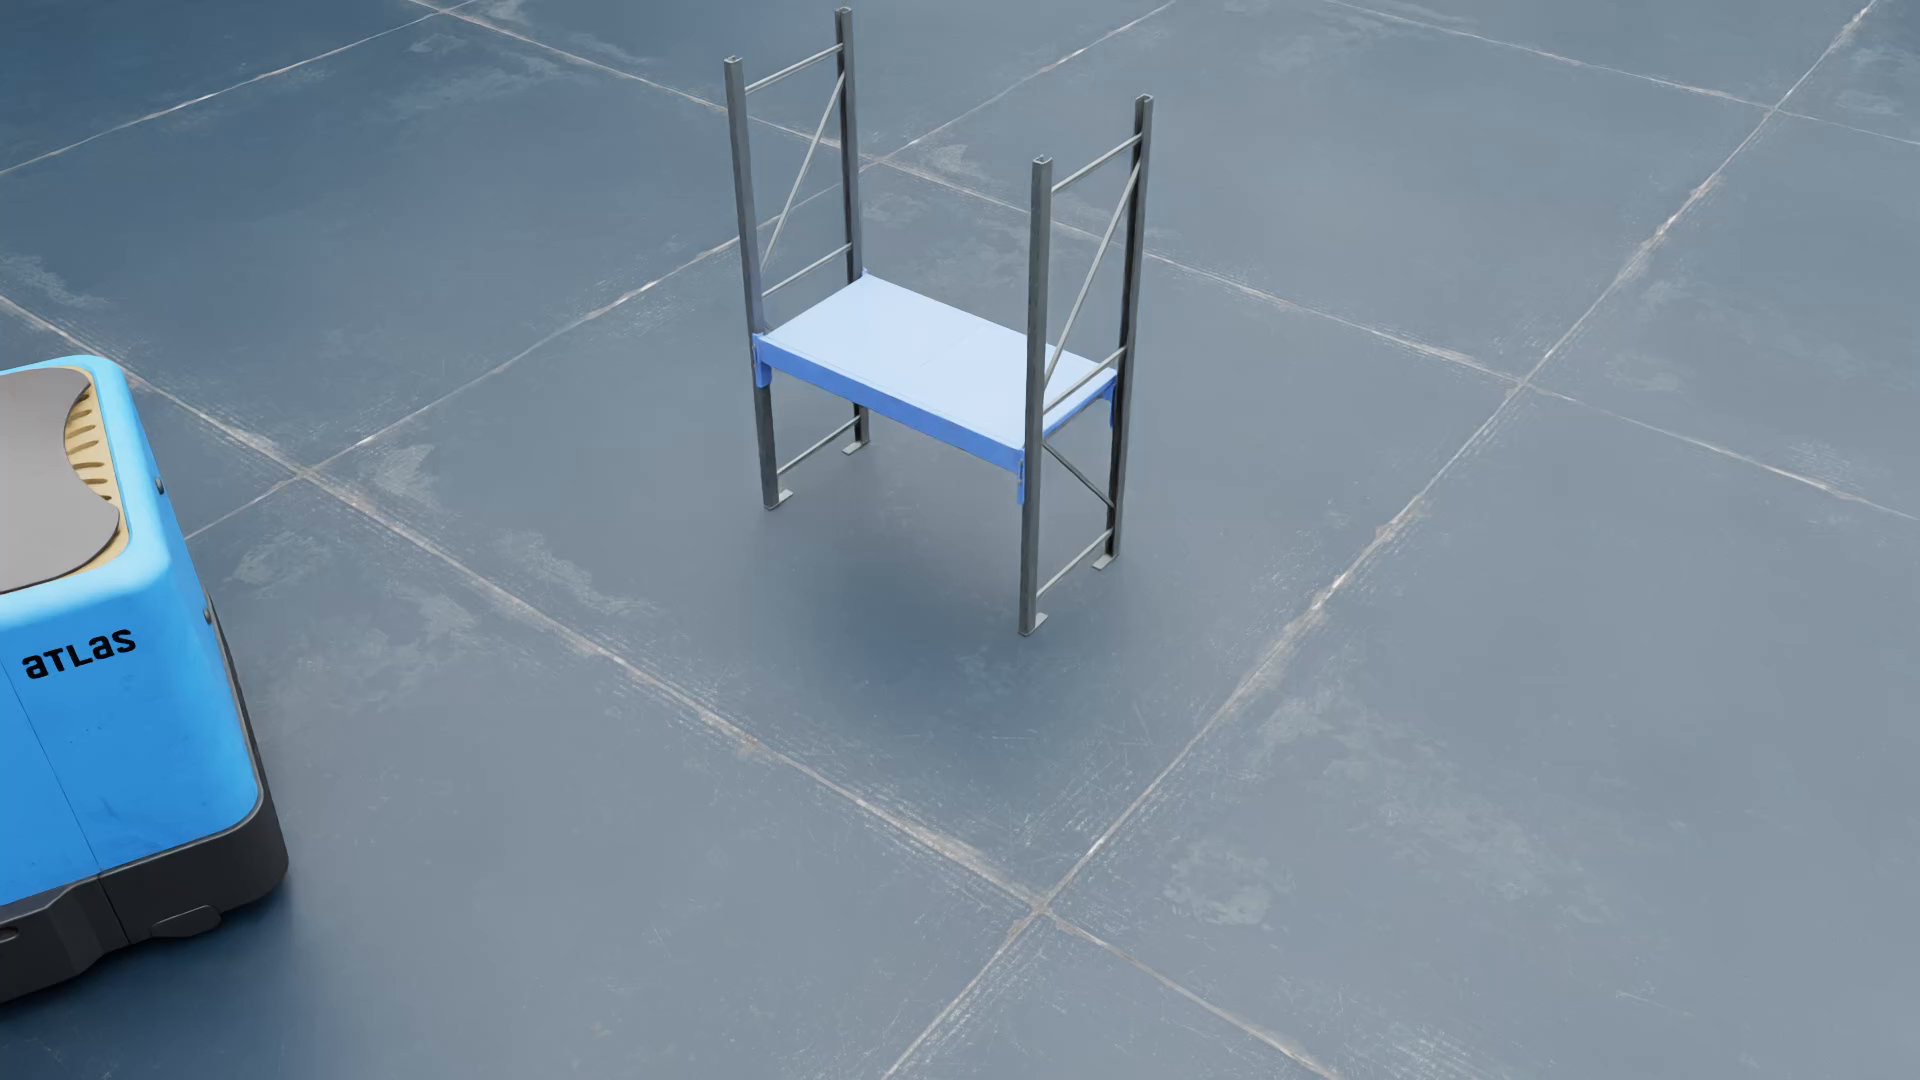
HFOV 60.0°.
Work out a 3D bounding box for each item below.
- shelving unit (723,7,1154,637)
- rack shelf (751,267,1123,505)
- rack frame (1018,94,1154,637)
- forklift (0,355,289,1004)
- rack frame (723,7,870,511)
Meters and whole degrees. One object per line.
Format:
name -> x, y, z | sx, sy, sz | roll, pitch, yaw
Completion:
shelving unit -> -0.068, -0.622, 4.828 | 1.048, 1.500, 0.538 | 25, 45, 29
rack shelf -> -0.068, -0.481, 4.939 | 1.000, 0.185, 0.538 | 25, 45, 29
rack frame -> 0.336, -0.432, 4.585 | 0.032, 1.500, 0.500 | 25, 45, 29
forklift -> -3.202, -0.099, 2.999 | 3.031, 2.935, 1.130 | -18, 42, -22
rack frame -> -0.472, -0.813, 5.072 | 0.032, 1.500, 0.500 | 25, 45, 29
